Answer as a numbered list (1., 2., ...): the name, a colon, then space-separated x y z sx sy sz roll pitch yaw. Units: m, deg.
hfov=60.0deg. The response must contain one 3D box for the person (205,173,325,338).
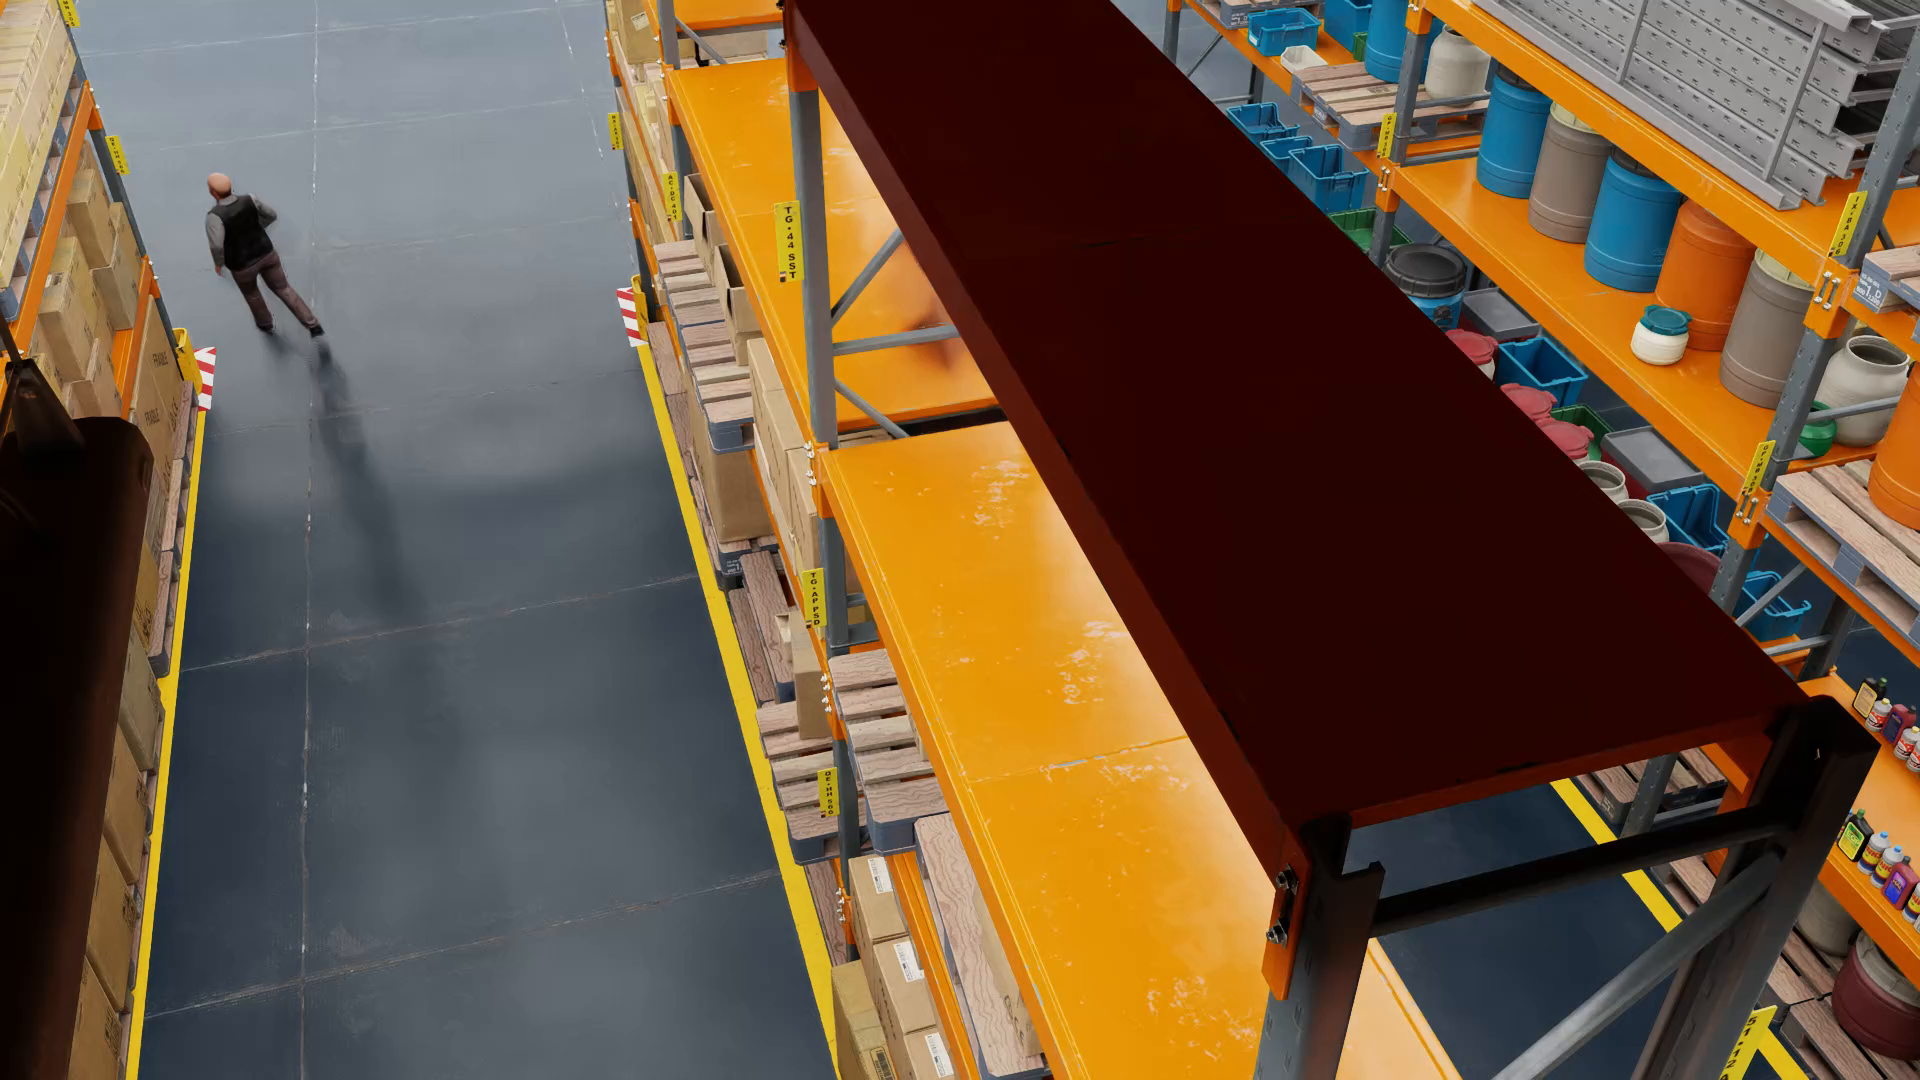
1. person: -6.230 -2.445 14.529 0.946 1.706 0.725 29 47 32

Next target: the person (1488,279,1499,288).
1. person: 4.796 -2.465 14.551 0.692 1.731 0.561 -12 40 -15
